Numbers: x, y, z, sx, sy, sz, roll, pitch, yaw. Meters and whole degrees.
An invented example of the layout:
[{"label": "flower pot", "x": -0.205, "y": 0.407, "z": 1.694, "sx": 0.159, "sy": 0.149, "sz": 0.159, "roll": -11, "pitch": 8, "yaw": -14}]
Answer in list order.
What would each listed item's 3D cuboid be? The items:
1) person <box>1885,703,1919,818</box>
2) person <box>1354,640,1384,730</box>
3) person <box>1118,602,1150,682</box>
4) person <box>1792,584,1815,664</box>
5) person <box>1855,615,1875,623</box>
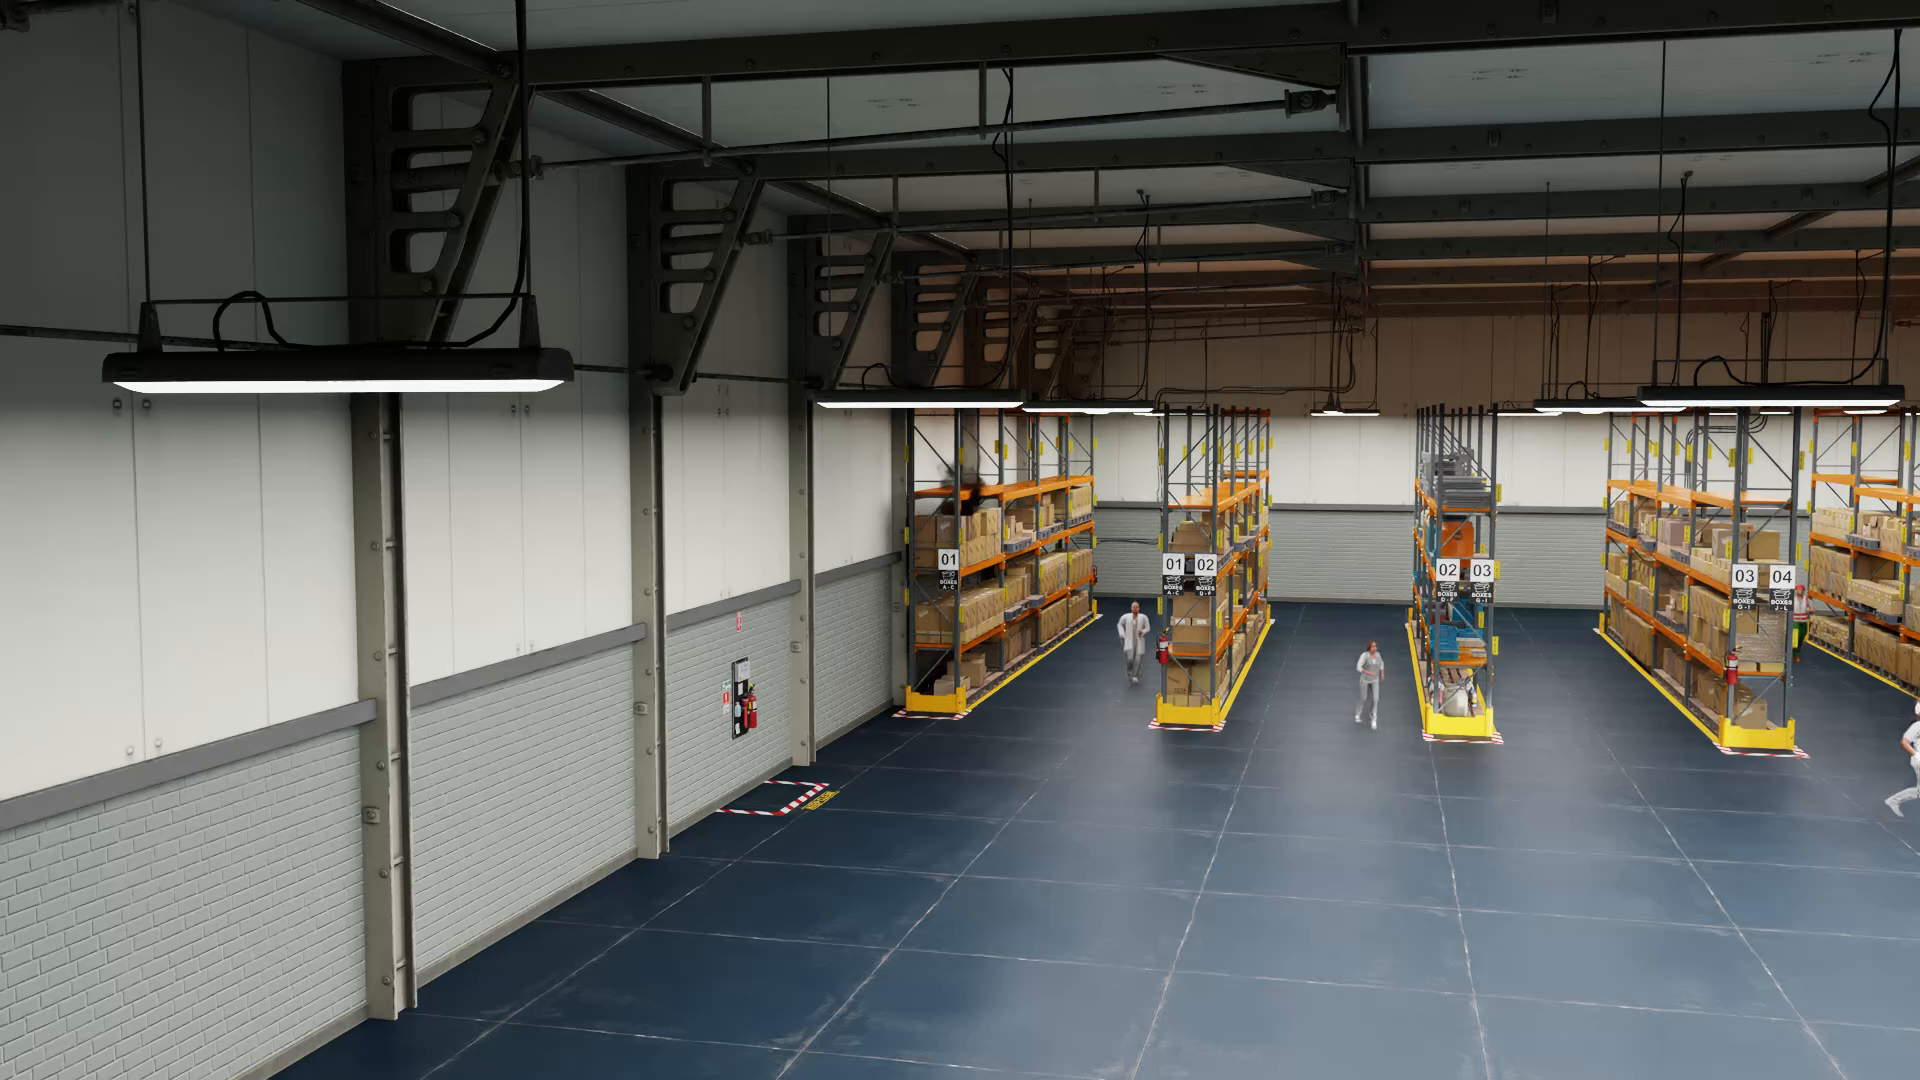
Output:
[{"label": "person", "x": 13.451, "y": 3.137, "z": 23.213, "sx": 0.964, "sy": 1.763, "sz": 0.695, "roll": 3, "pitch": 5, "yaw": 40}, {"label": "person", "x": 7.635, "y": 2.677, "z": 30.932, "sx": 0.573, "sy": 1.655, "sz": 0.689, "roll": 0, "pitch": 4, "yaw": -5}, {"label": "person", "x": 3.774, "y": 2.223, "z": 35.996, "sx": 0.690, "sy": 1.738, "sz": 0.672, "roll": 0, "pitch": 4, "yaw": 1}, {"label": "person", "x": 19.796, "y": 1.954, "z": 39.252, "sx": 0.654, "sy": 1.830, "sz": 0.872, "roll": 1, "pitch": 4, "yaw": 11}, {"label": "person", "x": 23.904, "y": 1.660, "z": 43.788, "sx": 0.831, "sy": 1.742, "sz": 0.705, "roll": 1, "pitch": 4, "yaw": 12}]
